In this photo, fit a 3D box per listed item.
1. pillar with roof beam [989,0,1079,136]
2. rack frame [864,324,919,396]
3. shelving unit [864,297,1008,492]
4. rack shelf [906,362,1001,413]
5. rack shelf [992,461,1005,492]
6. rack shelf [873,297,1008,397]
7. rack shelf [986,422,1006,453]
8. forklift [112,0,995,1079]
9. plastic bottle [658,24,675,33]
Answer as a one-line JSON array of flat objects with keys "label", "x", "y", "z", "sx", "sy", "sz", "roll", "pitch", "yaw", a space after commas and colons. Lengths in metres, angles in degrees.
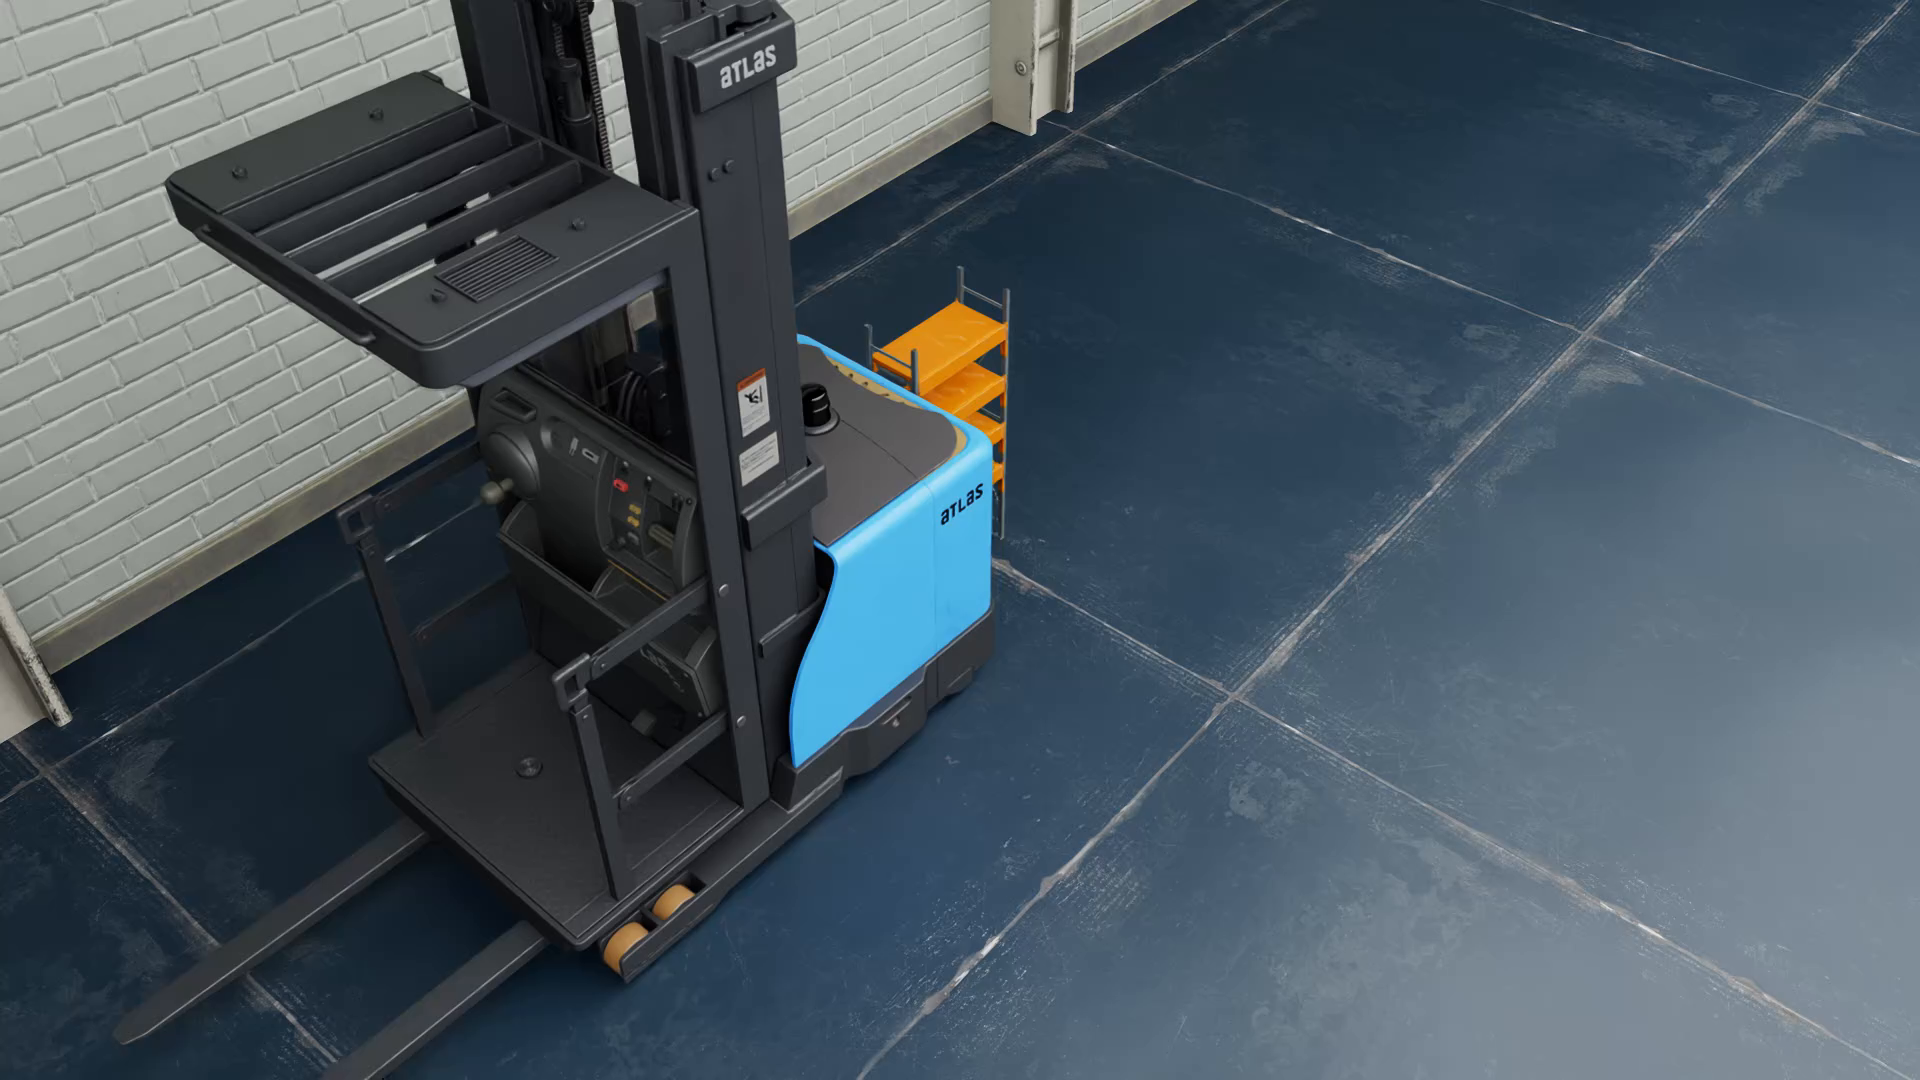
[{"label": "pillar with roof beam", "x": 3.695, "y": -3.871, "z": 4.318, "sx": 9.100, "sy": 9.000, "sz": 0.400, "roll": 29, "pitch": 50, "yaw": 28}, {"label": "rack frame", "x": -0.238, "y": -0.254, "z": 6.138, "sx": 0.240, "sy": 1.200, "sz": 0.015, "roll": 31, "pitch": 50, "yaw": 29}, {"label": "shelving unit", "x": -0.081, "y": -0.375, "z": 6.270, "sx": 0.258, "sy": 1.200, "sz": 0.492, "roll": 31, "pitch": 50, "yaw": 29}, {"label": "rack shelf", "x": -0.077, "y": -0.533, "z": 6.132, "sx": 0.221, "sy": 0.021, "sz": 0.457, "roll": 31, "pitch": 50, "yaw": 29}, {"label": "rack shelf", "x": -0.077, "y": -0.181, "z": 6.452, "sx": 0.258, "sy": 0.148, "sz": 0.480, "roll": 31, "pitch": 50, "yaw": 29}, {"label": "rack shelf", "x": -0.077, "y": -0.668, "z": 6.009, "sx": 0.258, "sy": 0.148, "sz": 0.480, "roll": 31, "pitch": 50, "yaw": 29}, {"label": "rack shelf", "x": -0.077, "y": -0.328, "z": 6.319, "sx": 0.258, "sy": 0.148, "sz": 0.480, "roll": 31, "pitch": 50, "yaw": 29}, {"label": "forklift", "x": -1.223, "y": -0.101, "z": 4.682, "sx": 1.130, "sy": 2.935, "sz": 3.031, "roll": 30, "pitch": 50, "yaw": 29}, {"label": "plastic bottle", "x": -0.938, "y": -1.300, "z": 4.032, "sx": 0.754, "sy": 0.105, "sz": 0.141, "roll": 28, "pitch": 49, "yaw": 27}]
